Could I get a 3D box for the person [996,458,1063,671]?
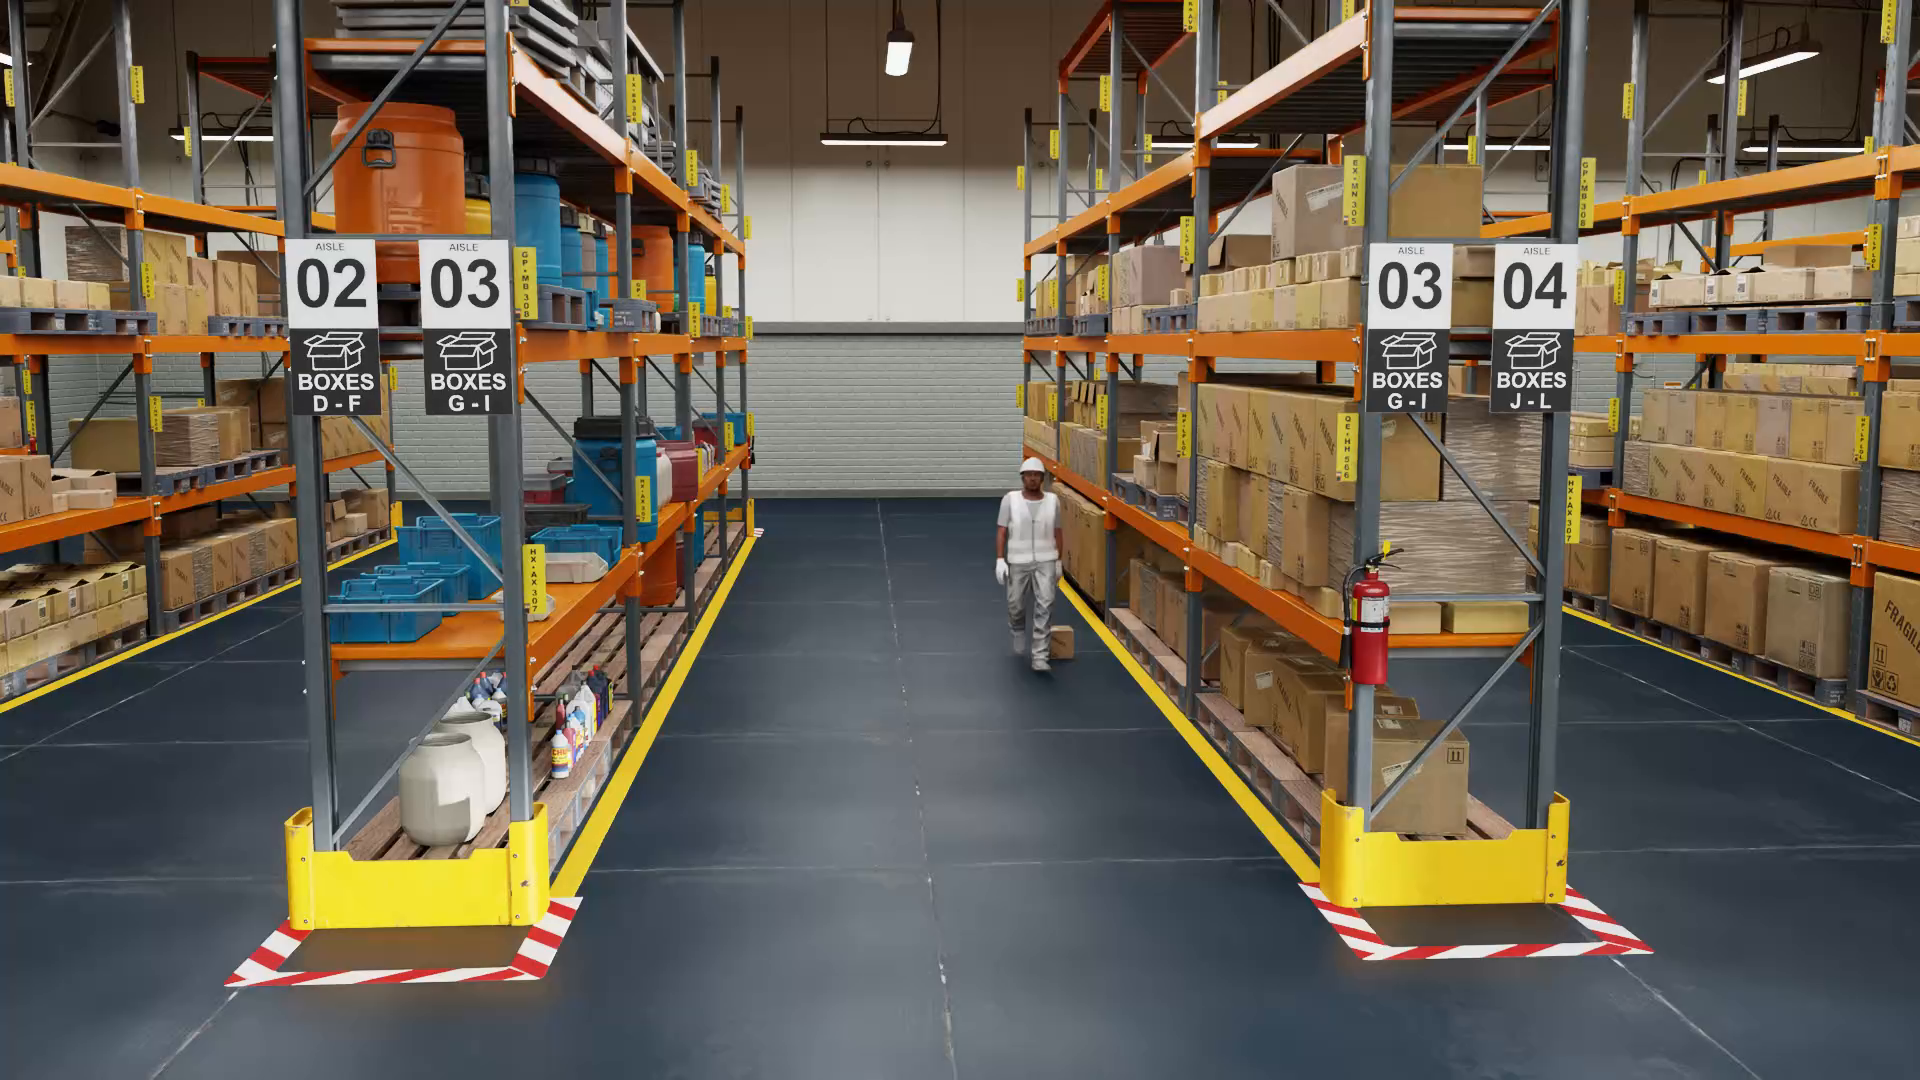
[{"bbox_3d":[0.580,0.187,13.961,0.574,1.764,0.773,0,7,-4],"label":"person"}]
